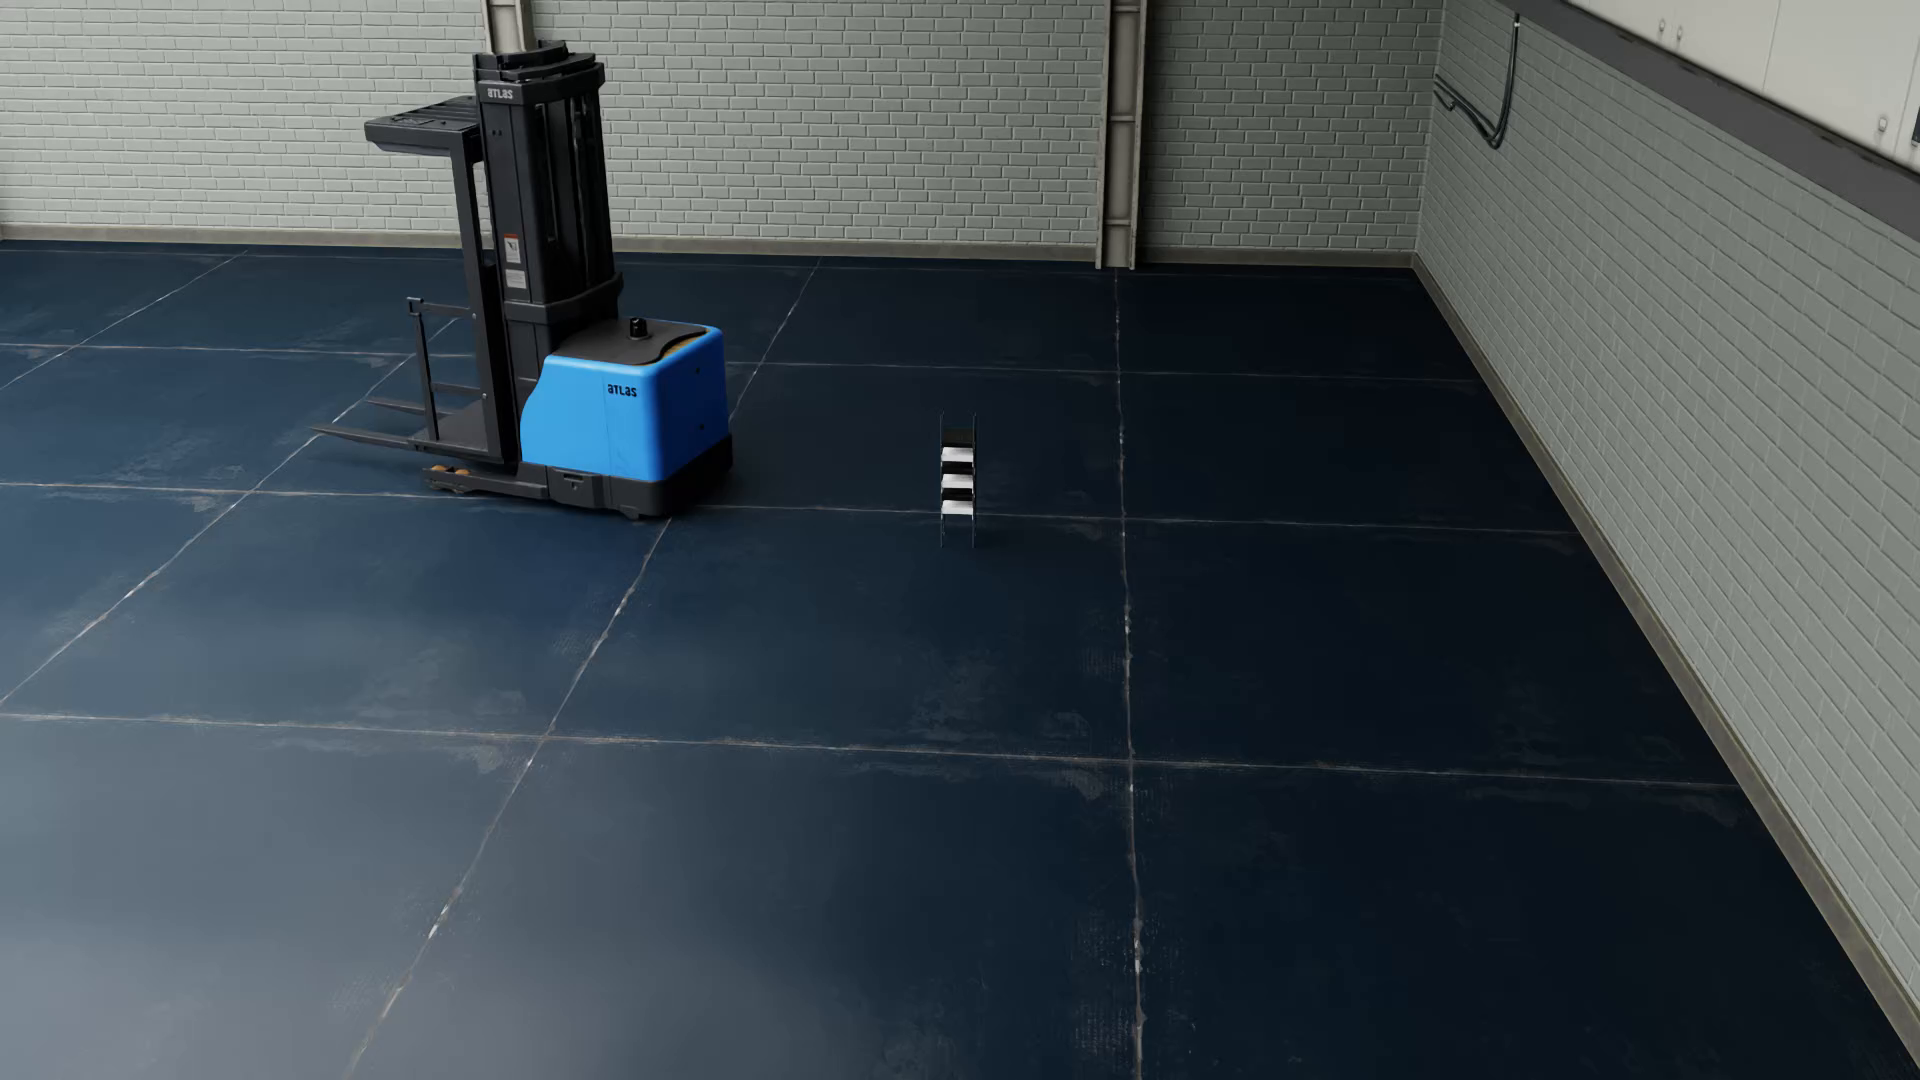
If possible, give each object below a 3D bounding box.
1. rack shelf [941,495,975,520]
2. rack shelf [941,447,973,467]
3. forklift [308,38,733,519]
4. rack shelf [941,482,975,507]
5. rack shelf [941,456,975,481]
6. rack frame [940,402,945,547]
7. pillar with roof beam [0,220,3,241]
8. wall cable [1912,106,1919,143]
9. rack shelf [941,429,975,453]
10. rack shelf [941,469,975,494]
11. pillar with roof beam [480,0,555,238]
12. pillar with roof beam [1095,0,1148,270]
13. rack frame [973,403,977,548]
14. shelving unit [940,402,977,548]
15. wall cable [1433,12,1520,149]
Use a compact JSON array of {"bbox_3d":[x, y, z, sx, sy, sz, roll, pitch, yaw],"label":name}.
[{"bbox_3d":[-0.008,-0.215,10.652,0.200,0.077,0.258,2,25,4],"label":"rack shelf"},{"bbox_3d":[-0.008,-0.542,10.501,0.200,0.077,0.258,2,25,4],"label":"rack shelf"},{"bbox_3d":[-3.169,-1.843,11.249,3.031,2.935,1.130,9,26,19],"label":"forklift"},{"bbox_3d":[-0.008,-0.297,10.614,0.200,0.077,0.258,2,25,4],"label":"rack shelf"},{"bbox_3d":[-0.008,-0.461,10.539,0.200,0.077,0.258,2,25,4],"label":"rack shelf"},{"bbox_3d":[-0.109,-0.412,10.570,0.006,0.900,0.240,2,25,4],"label":"rack frame"},{"bbox_3d":[-10.726,-5.453,11.836,0.400,9.000,9.100,2,25,4],"label":"pillar with roof beam"},{"bbox_3d":[3.662,-3.807,4.190,0.169,6.003,2.305,2,25,4],"label":"wall cable"},{"bbox_3d":[-0.008,-0.624,10.464,0.200,0.077,0.258,2,25,4],"label":"rack shelf"},{"bbox_3d":[-0.008,-0.379,10.576,0.200,0.077,0.258,2,25,4],"label":"rack shelf"},{"bbox_3d":[-4.744,-5.261,11.419,0.400,9.000,9.100,2,25,4],"label":"pillar with roof beam"},{"bbox_3d":[1.239,-5.069,11.002,0.400,9.000,9.100,2,25,4],"label":"pillar with roof beam"},{"bbox_3d":[0.093,-0.406,10.555,0.006,0.900,0.240,2,25,4],"label":"rack frame"},{"bbox_3d":[-0.008,-0.409,10.562,0.210,0.900,0.258,2,25,4],"label":"shelving unit"},{"bbox_3d":[4.404,-4.808,14.148,0.112,2.526,3.097,2,25,4],"label":"wall cable"}]
